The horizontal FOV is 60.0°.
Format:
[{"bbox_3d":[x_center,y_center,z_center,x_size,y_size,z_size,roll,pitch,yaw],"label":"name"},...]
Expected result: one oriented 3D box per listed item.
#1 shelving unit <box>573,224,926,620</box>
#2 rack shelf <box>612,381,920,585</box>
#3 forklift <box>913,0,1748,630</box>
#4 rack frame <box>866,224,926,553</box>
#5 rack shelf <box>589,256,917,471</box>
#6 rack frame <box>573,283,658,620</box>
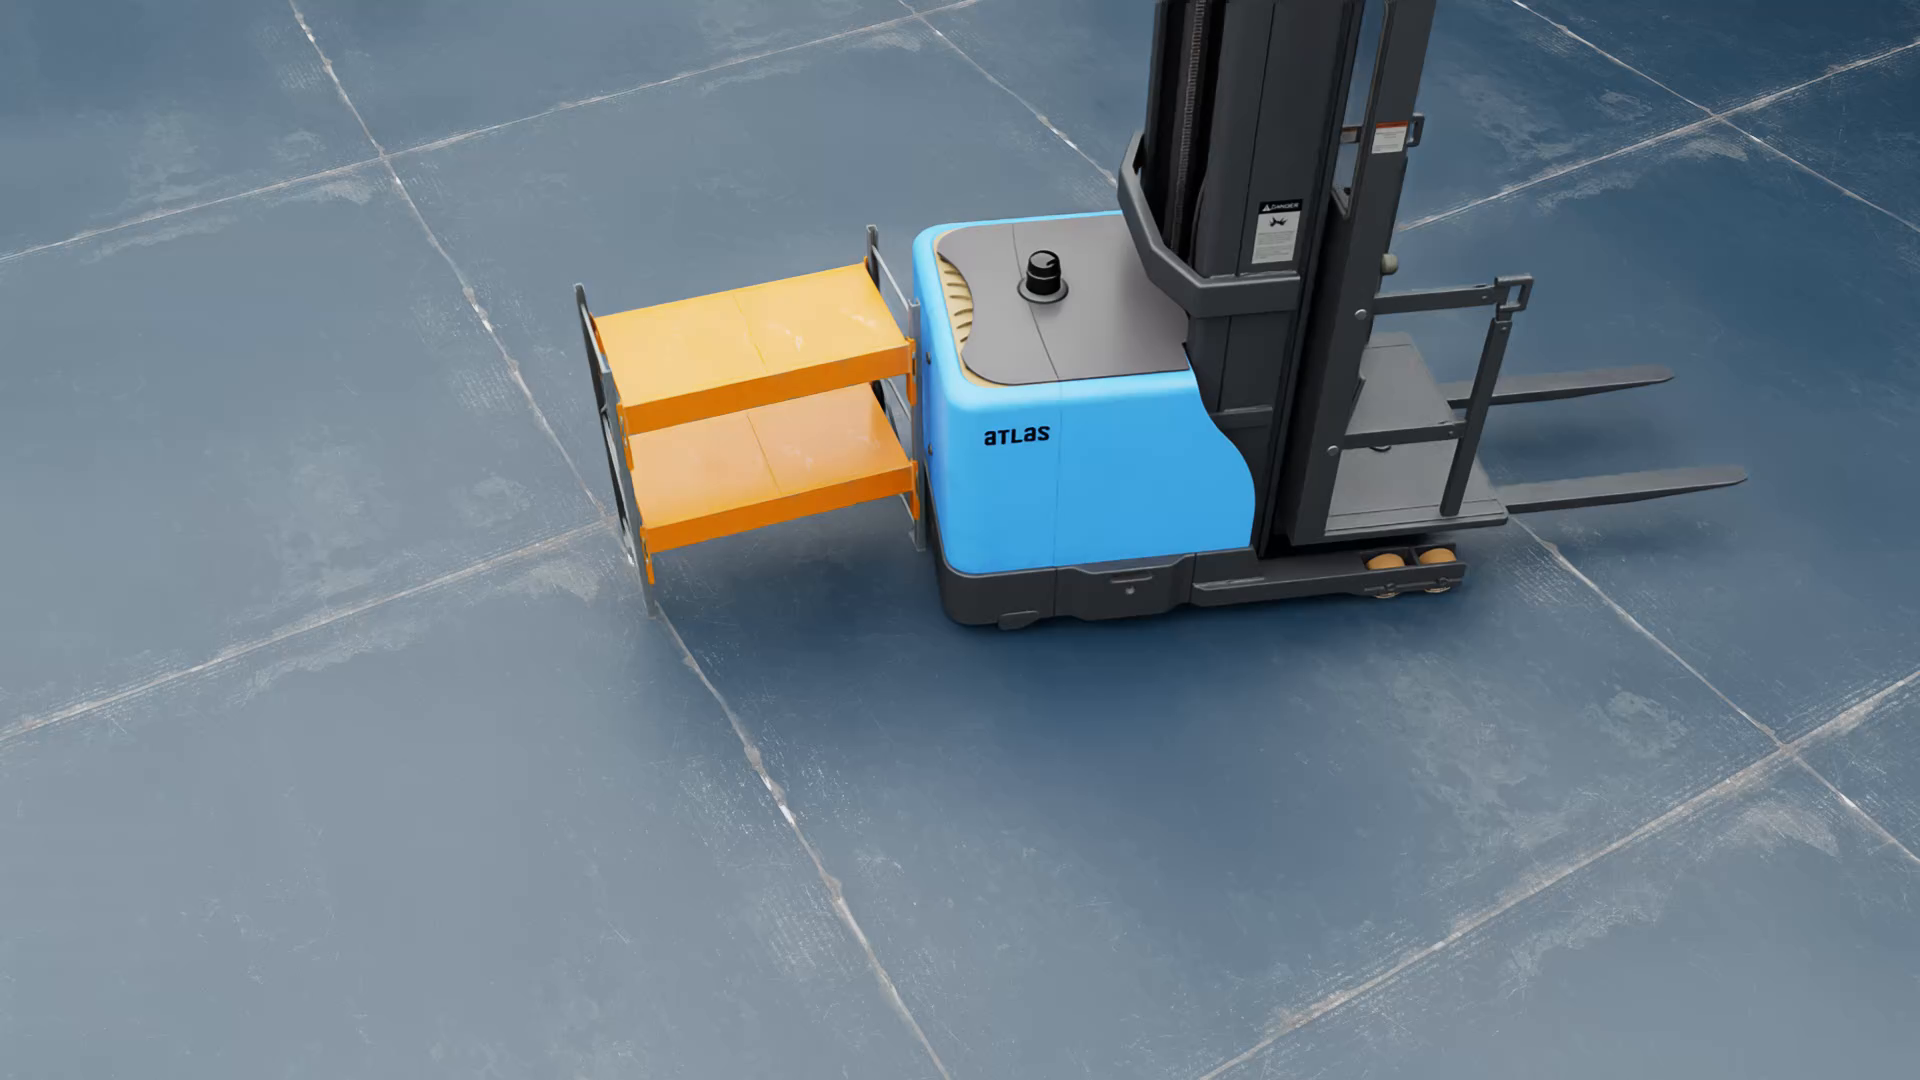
[{"bbox_3d":[-0.705,-0.403,5.858,1.048,1.125,0.538,-14,46,-14],"label":"shelving unit"},{"bbox_3d":[-0.705,-0.228,6.028,1.000,0.278,0.538,-14,46,-14],"label":"rack shelf"},{"bbox_3d":[1.381,-1.202,5.384,3.031,2.935,1.130,-6,44,-6],"label":"forklift"},{"bbox_3d":[-0.227,-0.524,5.982,0.032,1.125,0.500,-14,46,-14],"label":"rack frame"},{"bbox_3d":[-0.705,-0.613,5.654,1.000,0.278,0.538,-14,46,-14],"label":"rack shelf"},{"bbox_3d":[-1.183,-0.283,5.734,0.032,1.125,0.500,-14,46,-14],"label":"rack frame"}]
